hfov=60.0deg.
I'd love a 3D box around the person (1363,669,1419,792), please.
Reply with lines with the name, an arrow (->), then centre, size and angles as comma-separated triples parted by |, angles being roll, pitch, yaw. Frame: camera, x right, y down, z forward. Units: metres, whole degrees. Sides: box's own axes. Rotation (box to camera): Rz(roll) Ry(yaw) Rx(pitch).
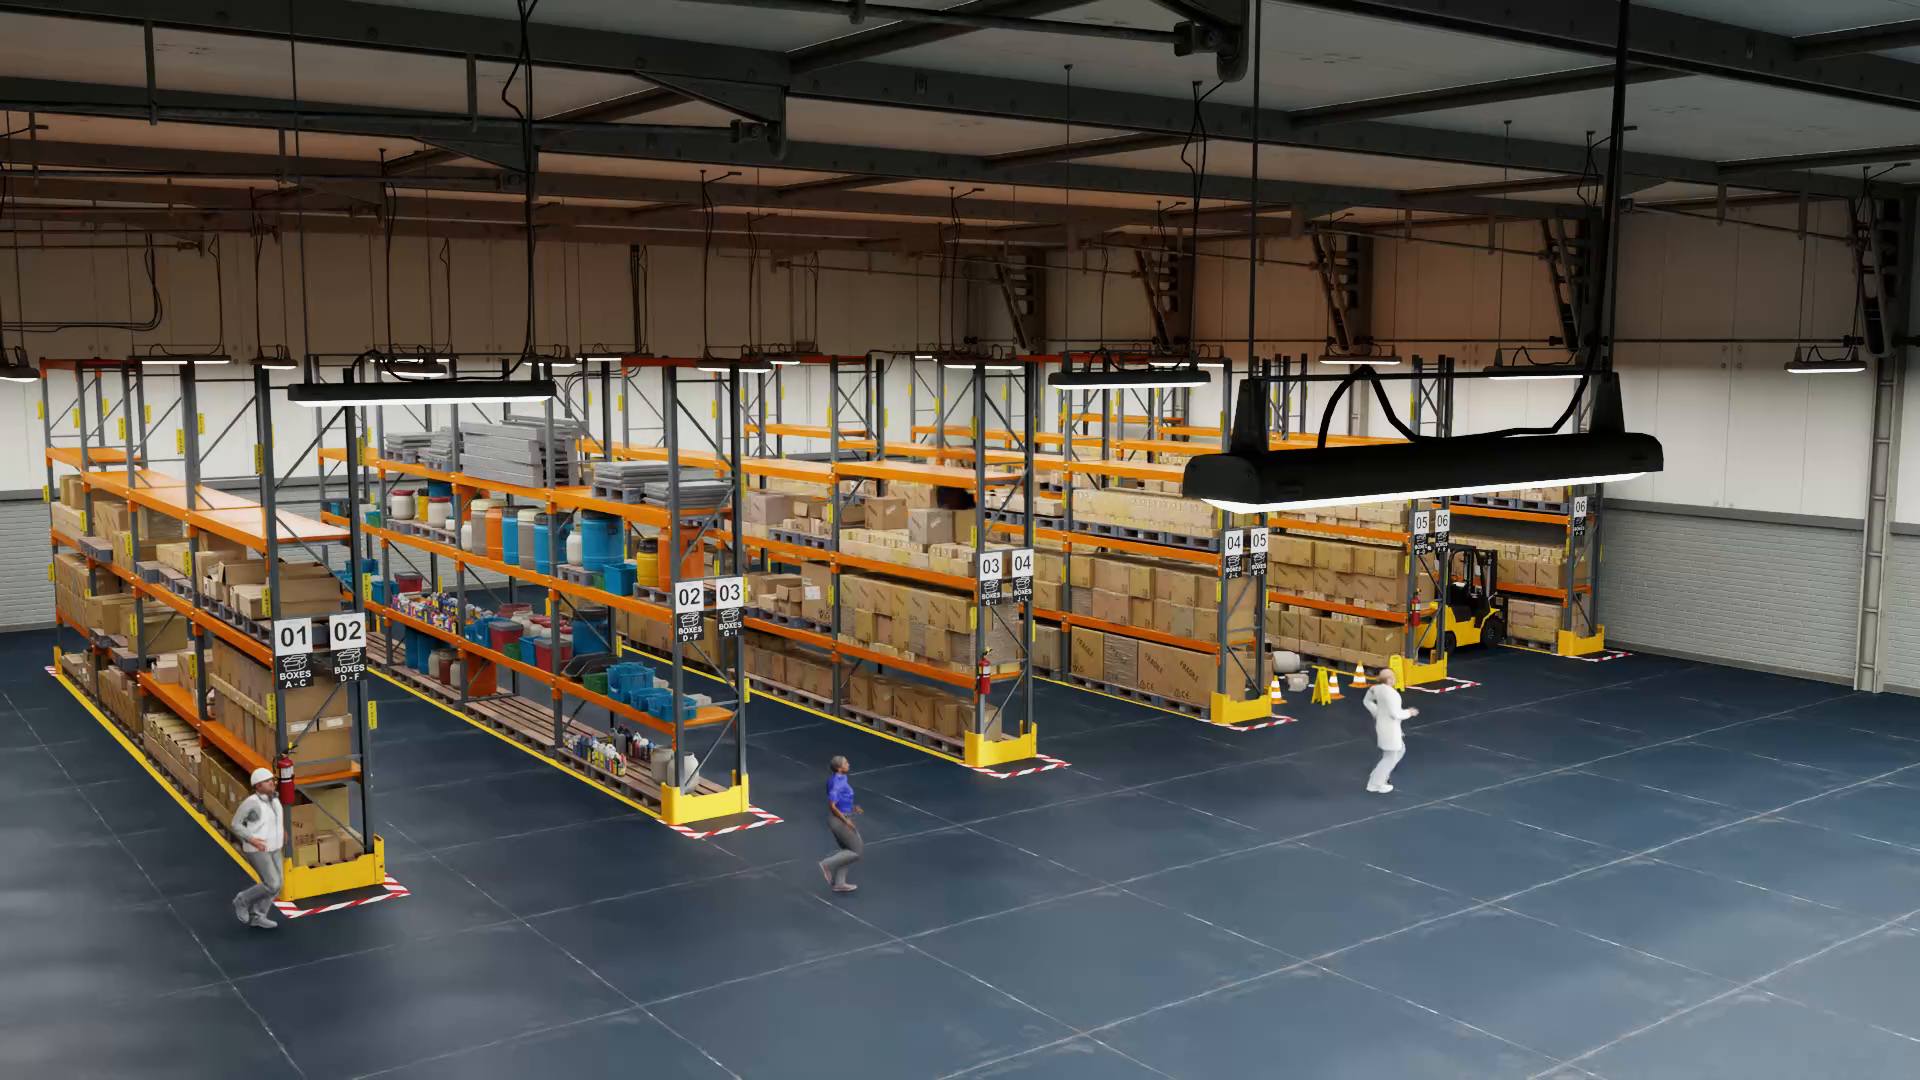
person -> 6.040, 2.673, 23.278 | 0.695, 1.776, 0.691 | -1, 7, -5

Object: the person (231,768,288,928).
person -> -7.537, 3.325, 18.005 | 0.534, 1.728, 0.688 | 2, 7, 14

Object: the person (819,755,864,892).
person -> -1.368, 3.251, 19.096 | 0.561, 1.603, 0.574 | -2, 7, -15
